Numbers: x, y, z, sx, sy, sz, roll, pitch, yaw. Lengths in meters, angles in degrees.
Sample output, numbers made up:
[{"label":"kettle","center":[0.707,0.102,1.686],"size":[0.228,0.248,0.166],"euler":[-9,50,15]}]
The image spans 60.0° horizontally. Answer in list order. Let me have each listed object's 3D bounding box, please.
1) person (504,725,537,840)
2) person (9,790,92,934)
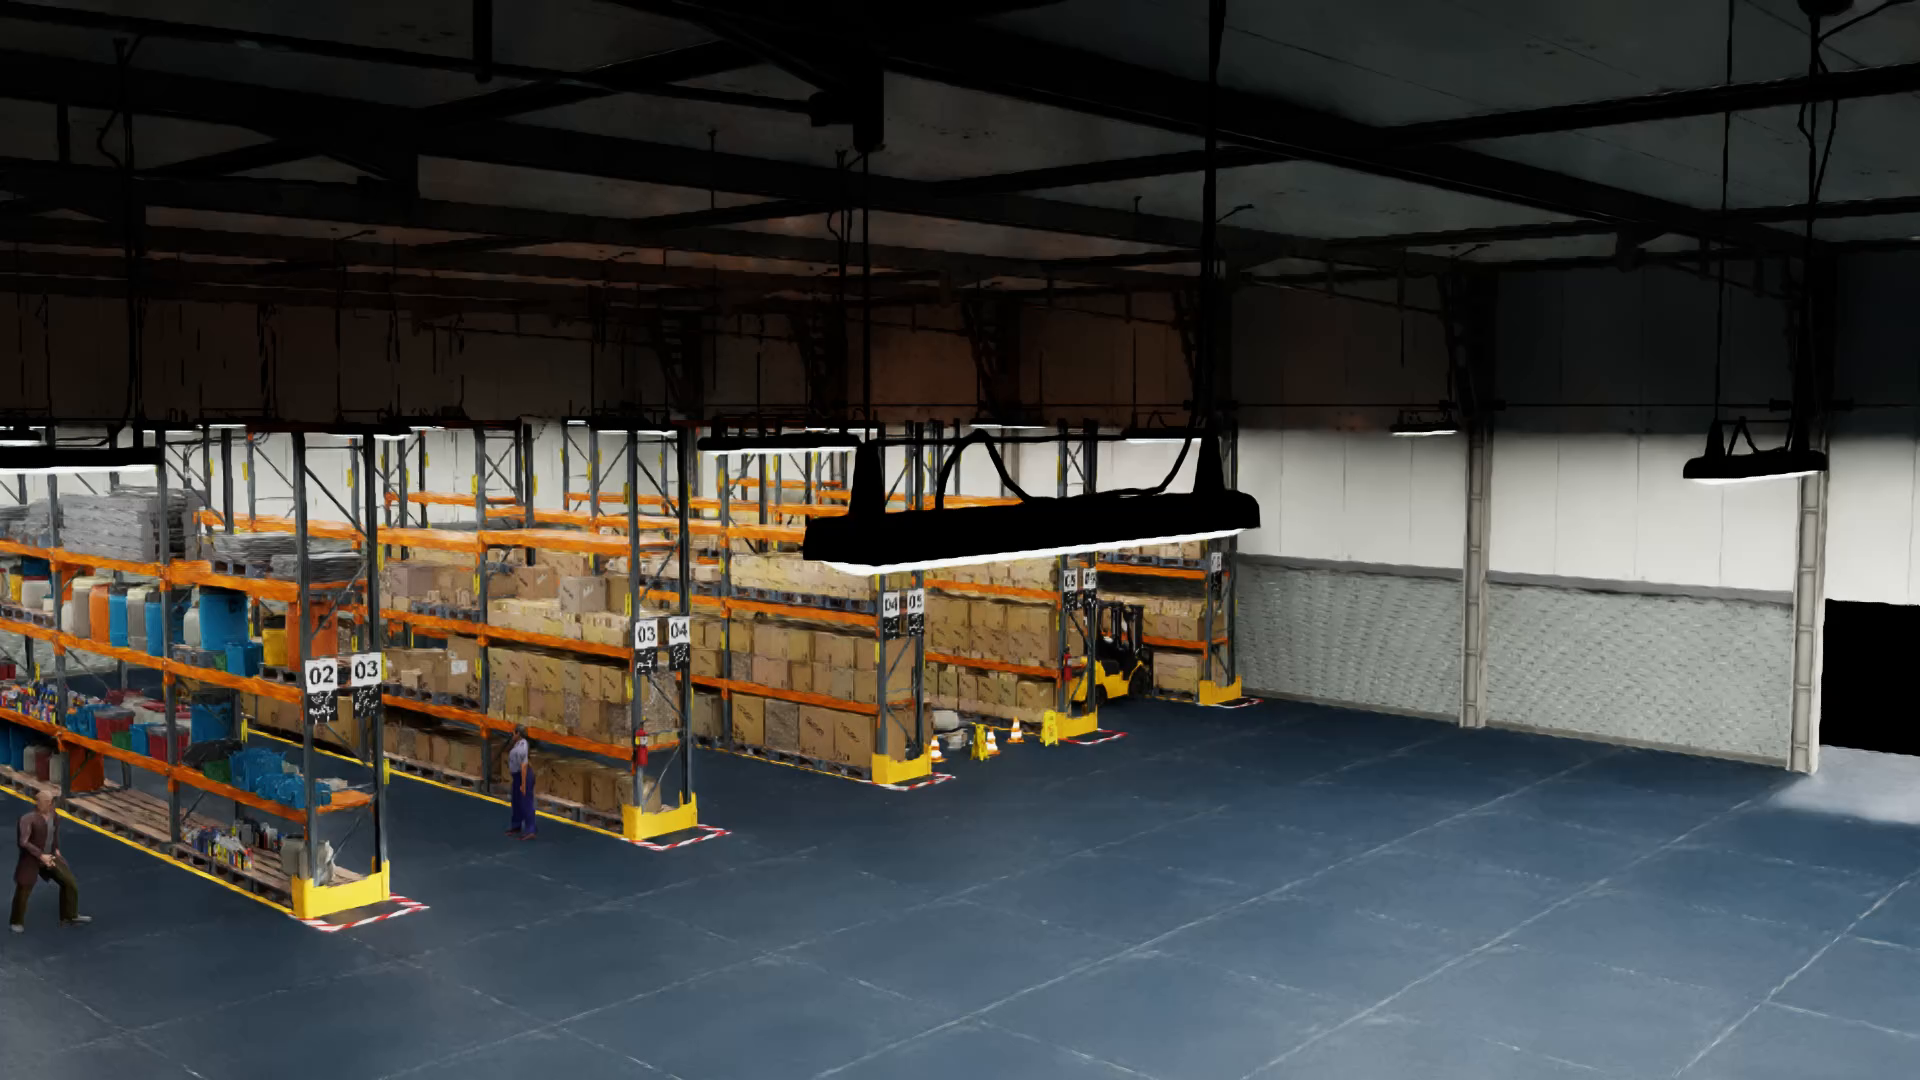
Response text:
[{"label":"person","center":[-6.435,3.524,24.263],"size":[0.464,1.640,0.523],"euler":[-1,5,-17]},{"label":"person","center":[-11.018,3.923,19.938],"size":[0.822,1.518,0.715],"euler":[2,5,22]}]
